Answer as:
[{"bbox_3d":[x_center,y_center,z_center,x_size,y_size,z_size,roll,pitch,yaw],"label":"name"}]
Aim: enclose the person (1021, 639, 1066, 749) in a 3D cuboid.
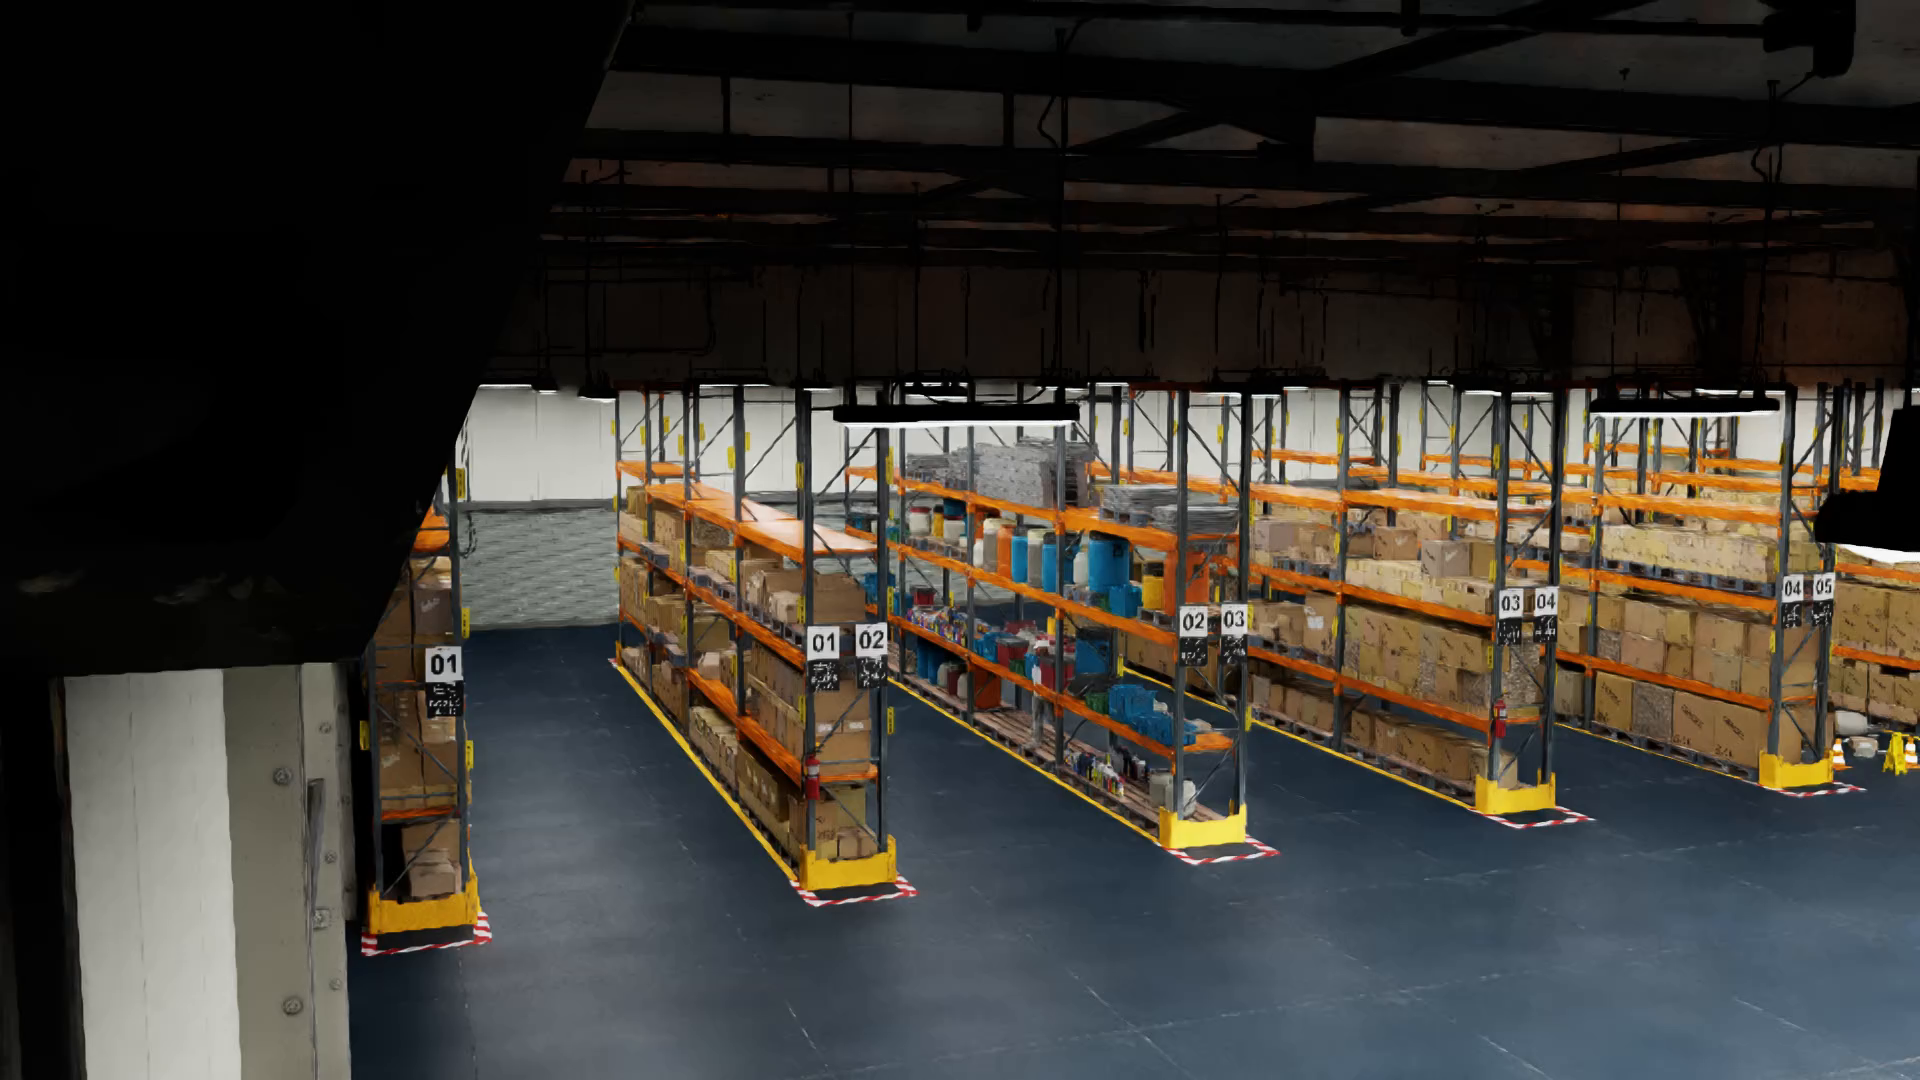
[{"bbox_3d":[1.328,2.449,26.399,0.615,1.767,0.721,-4,7,-32],"label":"person"}]
